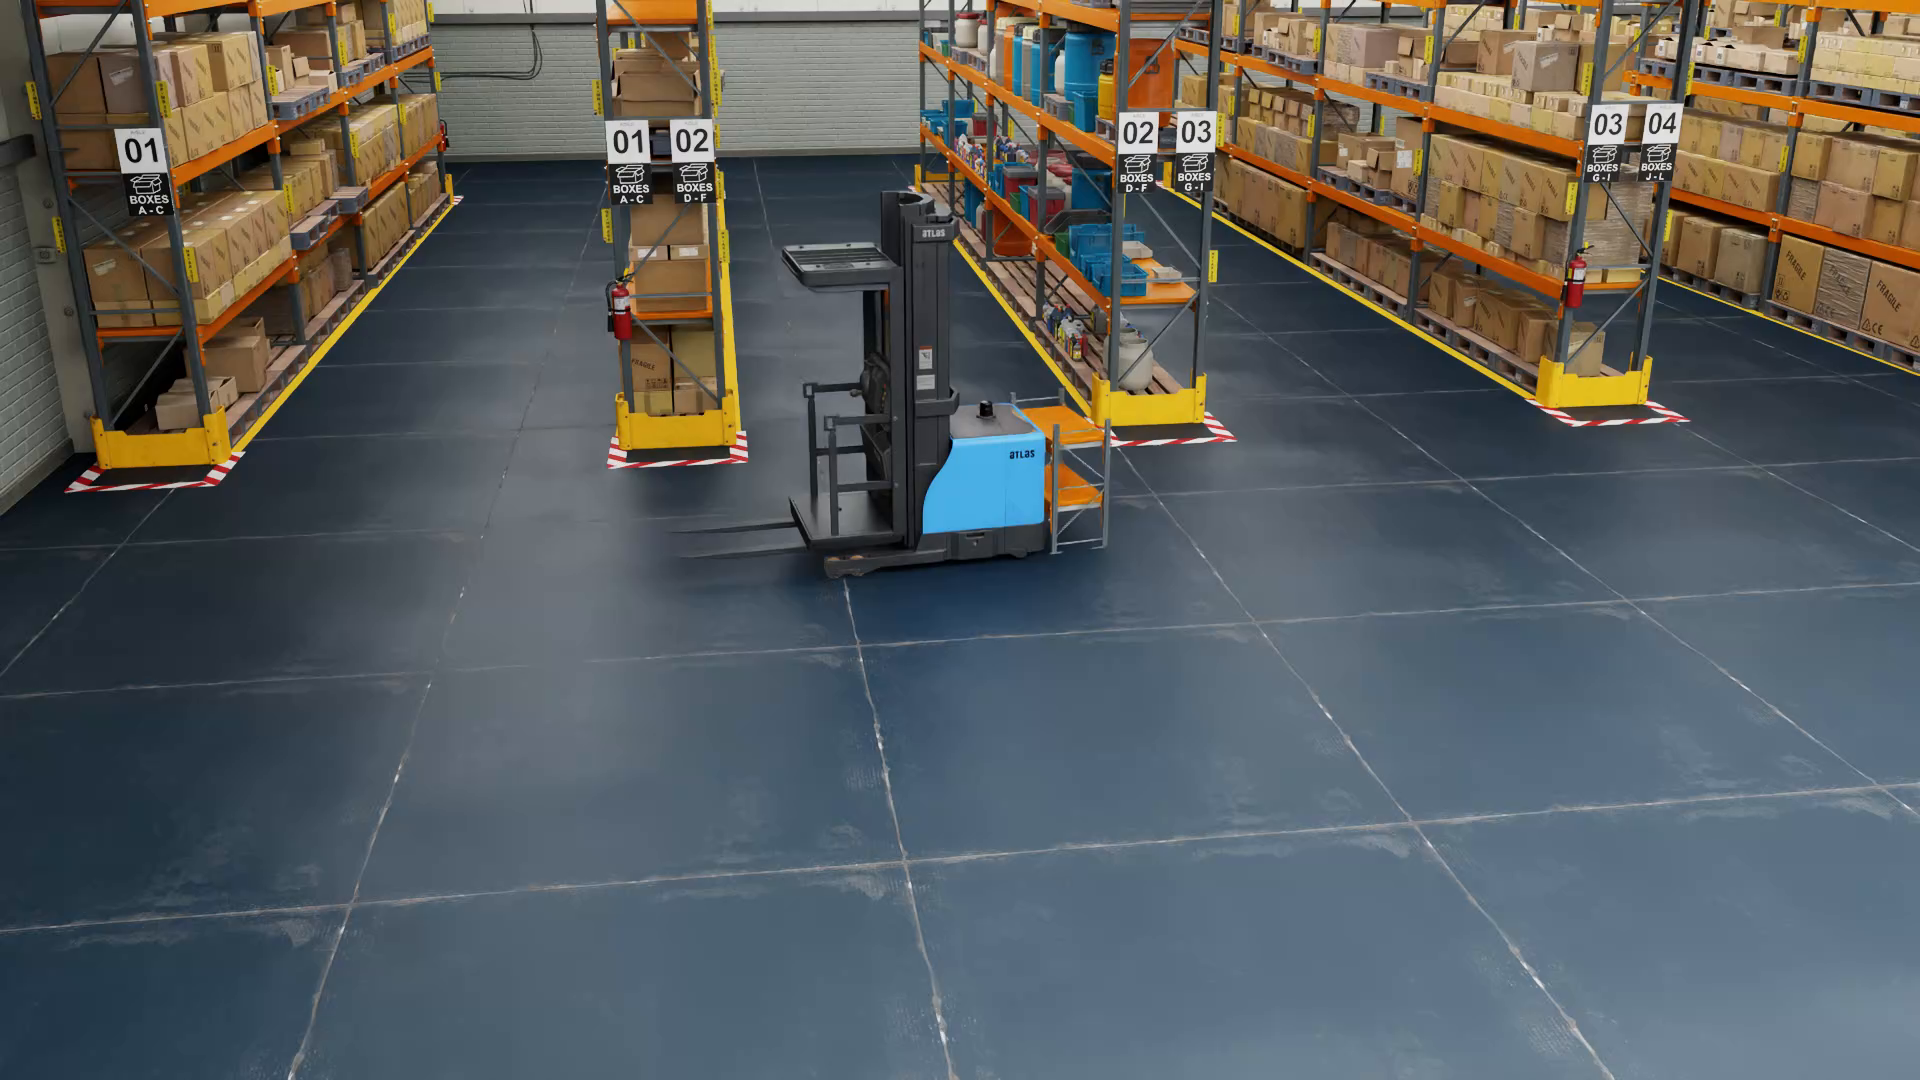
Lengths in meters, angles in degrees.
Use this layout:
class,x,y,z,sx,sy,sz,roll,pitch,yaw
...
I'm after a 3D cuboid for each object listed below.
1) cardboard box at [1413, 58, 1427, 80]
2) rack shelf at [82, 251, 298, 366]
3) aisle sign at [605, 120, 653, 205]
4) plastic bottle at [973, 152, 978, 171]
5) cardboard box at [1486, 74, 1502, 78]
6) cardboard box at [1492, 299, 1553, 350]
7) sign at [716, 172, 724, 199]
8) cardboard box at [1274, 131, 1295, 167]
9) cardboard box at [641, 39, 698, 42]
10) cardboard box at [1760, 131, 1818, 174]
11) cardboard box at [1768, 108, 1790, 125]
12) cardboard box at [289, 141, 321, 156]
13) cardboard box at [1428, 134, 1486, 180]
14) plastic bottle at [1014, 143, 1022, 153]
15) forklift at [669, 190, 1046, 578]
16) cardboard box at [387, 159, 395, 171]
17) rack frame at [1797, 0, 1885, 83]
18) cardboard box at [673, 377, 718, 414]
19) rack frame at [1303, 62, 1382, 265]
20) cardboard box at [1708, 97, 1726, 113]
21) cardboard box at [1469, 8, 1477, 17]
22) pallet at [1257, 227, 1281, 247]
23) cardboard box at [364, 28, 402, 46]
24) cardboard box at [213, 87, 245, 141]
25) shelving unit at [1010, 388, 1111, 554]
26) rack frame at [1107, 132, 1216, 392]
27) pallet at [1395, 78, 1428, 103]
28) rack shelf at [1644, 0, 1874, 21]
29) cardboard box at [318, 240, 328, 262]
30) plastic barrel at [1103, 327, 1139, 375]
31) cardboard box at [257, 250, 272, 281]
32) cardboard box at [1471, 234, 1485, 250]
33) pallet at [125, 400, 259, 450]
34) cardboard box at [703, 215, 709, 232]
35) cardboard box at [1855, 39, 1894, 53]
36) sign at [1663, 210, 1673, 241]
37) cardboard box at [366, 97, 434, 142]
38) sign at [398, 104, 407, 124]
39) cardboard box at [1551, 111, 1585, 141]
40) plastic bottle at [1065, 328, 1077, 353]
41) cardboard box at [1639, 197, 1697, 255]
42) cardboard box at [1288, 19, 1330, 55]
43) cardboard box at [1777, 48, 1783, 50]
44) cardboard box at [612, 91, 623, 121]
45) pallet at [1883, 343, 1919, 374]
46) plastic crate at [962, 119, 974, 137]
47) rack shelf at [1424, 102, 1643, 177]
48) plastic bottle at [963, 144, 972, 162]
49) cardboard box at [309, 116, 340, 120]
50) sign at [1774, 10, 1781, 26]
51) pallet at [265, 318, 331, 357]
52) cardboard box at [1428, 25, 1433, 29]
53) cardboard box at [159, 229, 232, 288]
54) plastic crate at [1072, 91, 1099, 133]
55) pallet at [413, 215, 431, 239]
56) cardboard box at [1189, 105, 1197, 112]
class,x,y,z,sx,sy,sz,roll,pitch,yaw
cardboard box,6.132,-6.144,21.683,0.396,0.266,0.258,-2,21,-6
rack shelf,-8.050,-2.505,17.665,1.077,0.370,4.000,-3,21,-8
aisle sign,-3.141,-3.581,15.802,0.394,0.787,0.004,-3,21,-8
plastic bottle,0.244,-5.879,25.836,0.061,0.283,0.133,-3,21,-8
cardboard box,6.648,-5.611,20.309,0.380,0.149,0.250,-3,21,-7
cardboard box,6.679,-2.565,19.769,0.500,0.500,0.500,-1,21,-3
sign,-2.887,-4.257,19.976,0.100,0.325,0.005,-3,21,-8
cardboard box,5.330,-6.227,26.458,0.500,0.500,0.500,-4,21,-10
cardboard box,-4.258,-7.129,24.586,0.910,0.500,0.500,-3,21,-8
cardboard box,11.212,-5.186,22.243,0.700,0.500,0.500,-3,21,-9
cardboard box,14.805,-7.551,29.647,0.500,0.250,0.500,-4,21,-9
cardboard box,-8.774,-5.248,22.281,0.380,0.149,0.250,-6,21,-17
cardboard box,6.180,-4.770,20.704,0.500,0.500,0.500,-3,21,-8
plastic bottle,0.928,-6.098,26.326,0.144,0.351,0.185,-3,21,-8
forklift,-0.865,-1.268,13.422,3.031,2.935,1.130,-5,21,-13
cardboard box,-9.013,-5.827,25.860,0.380,0.149,0.250,-3,21,-8
rack frame,11.290,-7.310,20.926,1.000,3.000,0.127,-3,21,-8
cardboard box,-2.717,-1.506,17.292,0.500,0.250,0.500,-3,21,-8
rack frame,5.790,-5.669,25.108,1.000,3.000,0.127,-3,21,-8
cardboard box,14.534,-8.100,31.472,0.500,0.500,0.500,-3,21,-9
cardboard box,9.552,-9.653,30.417,0.380,0.149,0.250,-3,21,-9
pallet,5.579,-5.061,27.465,1.003,0.211,1.213,-3,21,-8
cardboard box,-9.330,-8.136,26.896,0.500,0.250,0.500,-3,21,-8
cardboard box,-7.843,-4.468,17.433,0.500,0.500,0.500,-4,21,-10
shelving unit,0.837,-0.609,14.240,0.538,1.125,1.048,-7,22,-18
rack frame,2.042,-2.649,17.023,1.000,3.000,0.127,-3,21,-8
pallet,6.383,-5.821,21.494,1.213,0.211,1.003,-3,21,-8
rack shelf,11.001,-7.478,22.976,1.077,0.370,4.000,-3,21,-8
cardboard box,-8.739,-3.859,22.133,0.500,0.250,0.500,-3,21,-7
plastic barrel,1.800,-2.078,18.449,0.421,0.512,0.421,0,20,0
cardboard box,-7.818,-2.979,18.090,0.500,0.250,0.500,-3,21,-8
cardboard box,6.330,-3.558,19.815,0.380,0.149,0.250,-3,21,-8
pallet,-7.854,-1.153,17.001,1.003,0.211,1.213,-3,21,-8
cardboard box,-2.924,-3.431,18.044,0.380,0.149,0.250,-3,21,-7
cardboard box,11.117,-5.997,20.175,0.380,0.149,0.250,-3,21,-9
sign,7.481,-3.332,17.614,0.100,0.325,0.005,-3,21,-8
cardboard box,-9.868,-7.403,29.320,0.980,0.700,0.700,-3,21,-8
sign,-8.955,-6.841,26.703,0.100,0.325,0.005,-3,21,-8
cardboard box,6.623,-4.388,17.606,0.500,0.250,0.500,-2,21,-6
plastic bottle,1.315,-2.330,19.432,0.152,0.276,0.135,-3,21,-9
cardboard box,10.712,-4.812,25.427,1.050,0.750,0.750,-3,21,-8
cardboard box,5.420,-7.820,25.836,0.500,0.500,0.500,-2,21,-5
cardboard box,11.230,-6.744,23.147,0.396,0.266,0.258,-3,21,-8
cardboard box,-3.287,-4.384,16.793,0.500,0.250,0.500,-3,21,-8
pallet,11.674,-2.081,19.486,1.003,0.211,1.213,-3,21,-8
plastic crate,0.275,-7.315,29.597,0.437,0.282,0.530,-3,21,-8
rack shelf,6.655,-4.660,19.147,1.077,0.370,4.000,-3,21,-8
plastic bottle,0.136,-6.246,26.830,0.152,0.276,0.135,-3,21,-8
cardboard box,-9.452,-6.144,24.711,0.500,0.250,0.500,-3,21,-9
sign,14.471,-9.210,29.448,0.100,0.325,0.005,-3,21,-8
pallet,-8.451,-2.498,20.602,1.003,0.211,1.213,-3,21,-8
cardboard box,9.372,-9.821,32.151,0.500,0.250,0.500,-2,21,-6
cardboard box,-7.594,-2.792,16.519,0.500,0.500,0.500,-3,21,-8
plastic crate,1.470,-4.692,18.228,0.392,0.384,0.575,-3,21,-8
pallet,-9.523,-5.265,28.012,1.003,0.211,1.213,-3,21,-8
cardboard box,4.590,-7.974,31.069,0.500,0.250,0.500,-4,21,-10
